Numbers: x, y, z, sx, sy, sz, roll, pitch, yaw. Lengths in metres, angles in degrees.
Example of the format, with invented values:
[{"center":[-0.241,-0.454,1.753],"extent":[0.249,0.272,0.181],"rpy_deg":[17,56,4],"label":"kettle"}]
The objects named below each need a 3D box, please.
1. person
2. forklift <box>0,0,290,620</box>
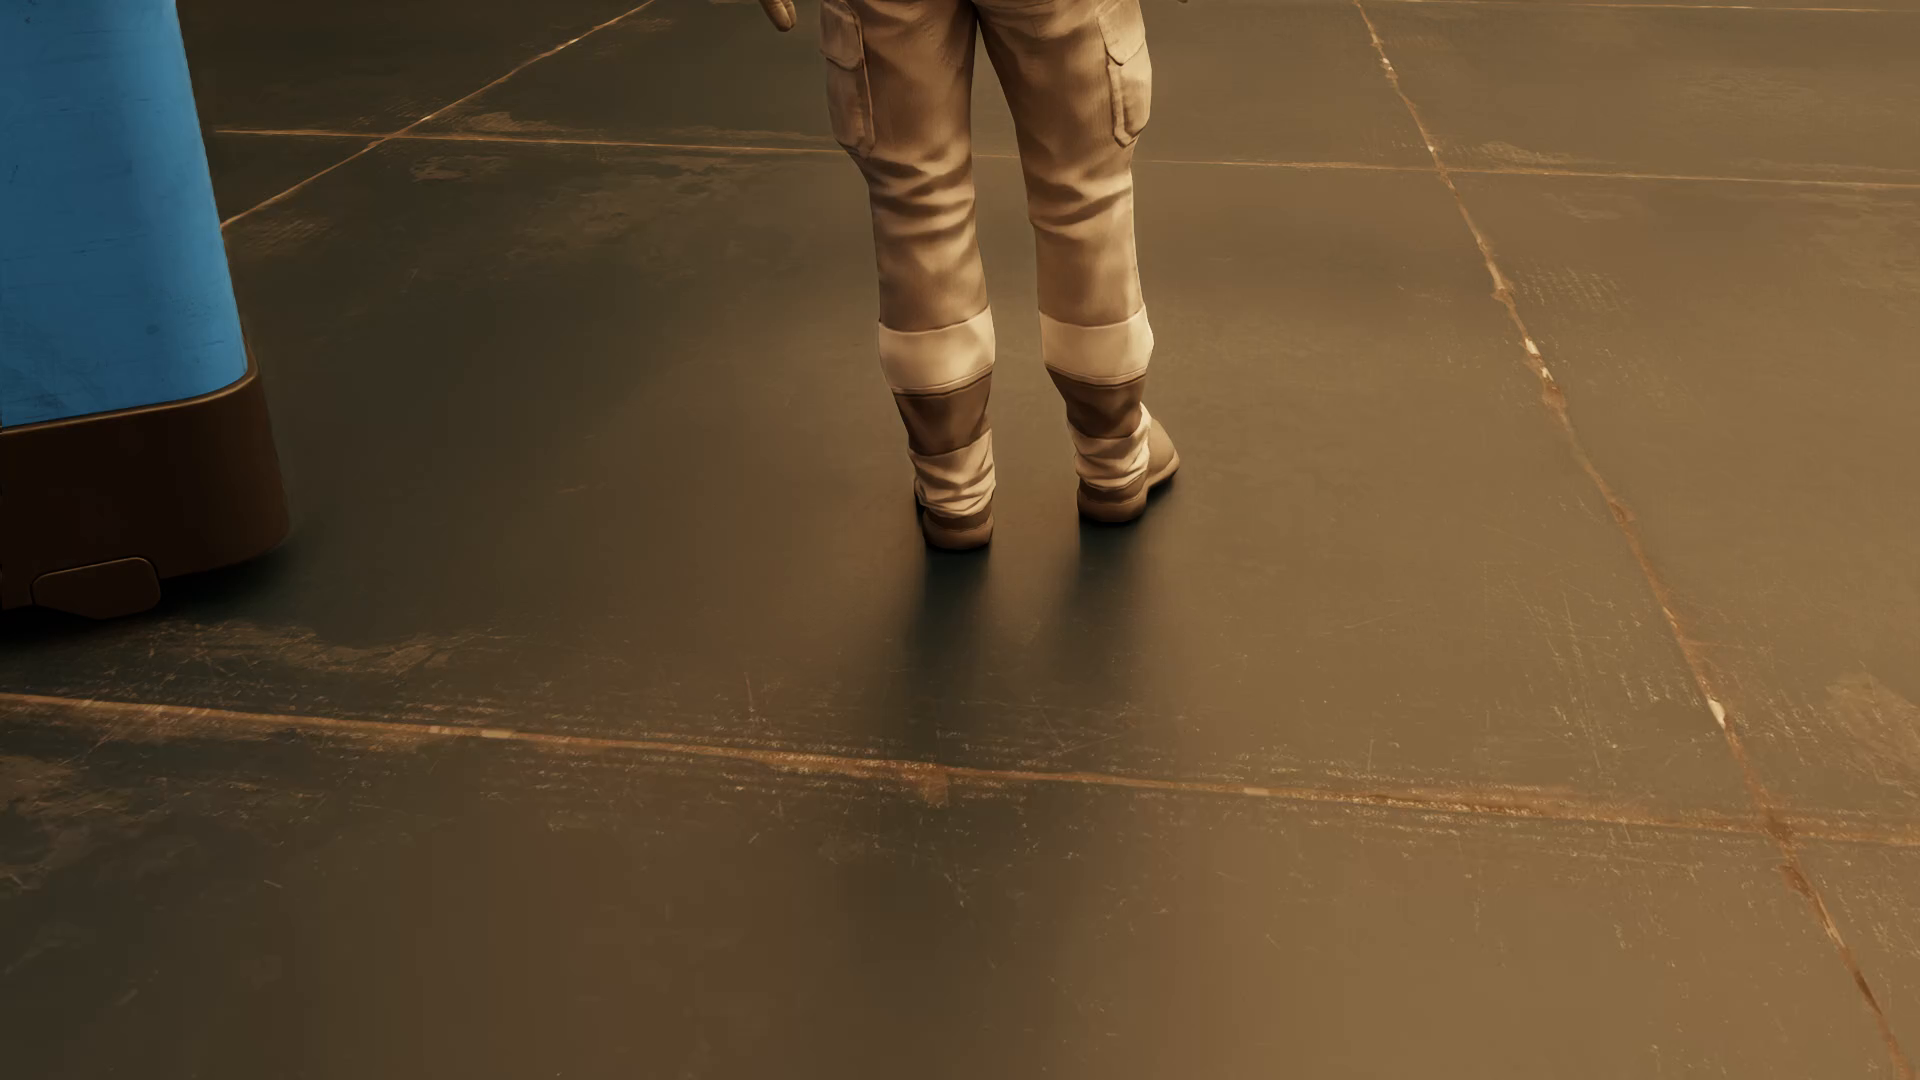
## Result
[{"center":[0.014,-0.834,2.093],"extent":[0.637,1.735,0.424],"rpy_deg":[3,27,7],"label":"person"},{"center":[-2.500,-1.126,1.475],"extent":[3.031,2.935,1.130],"rpy_deg":[-13,29,-24],"label":"forklift"}]
